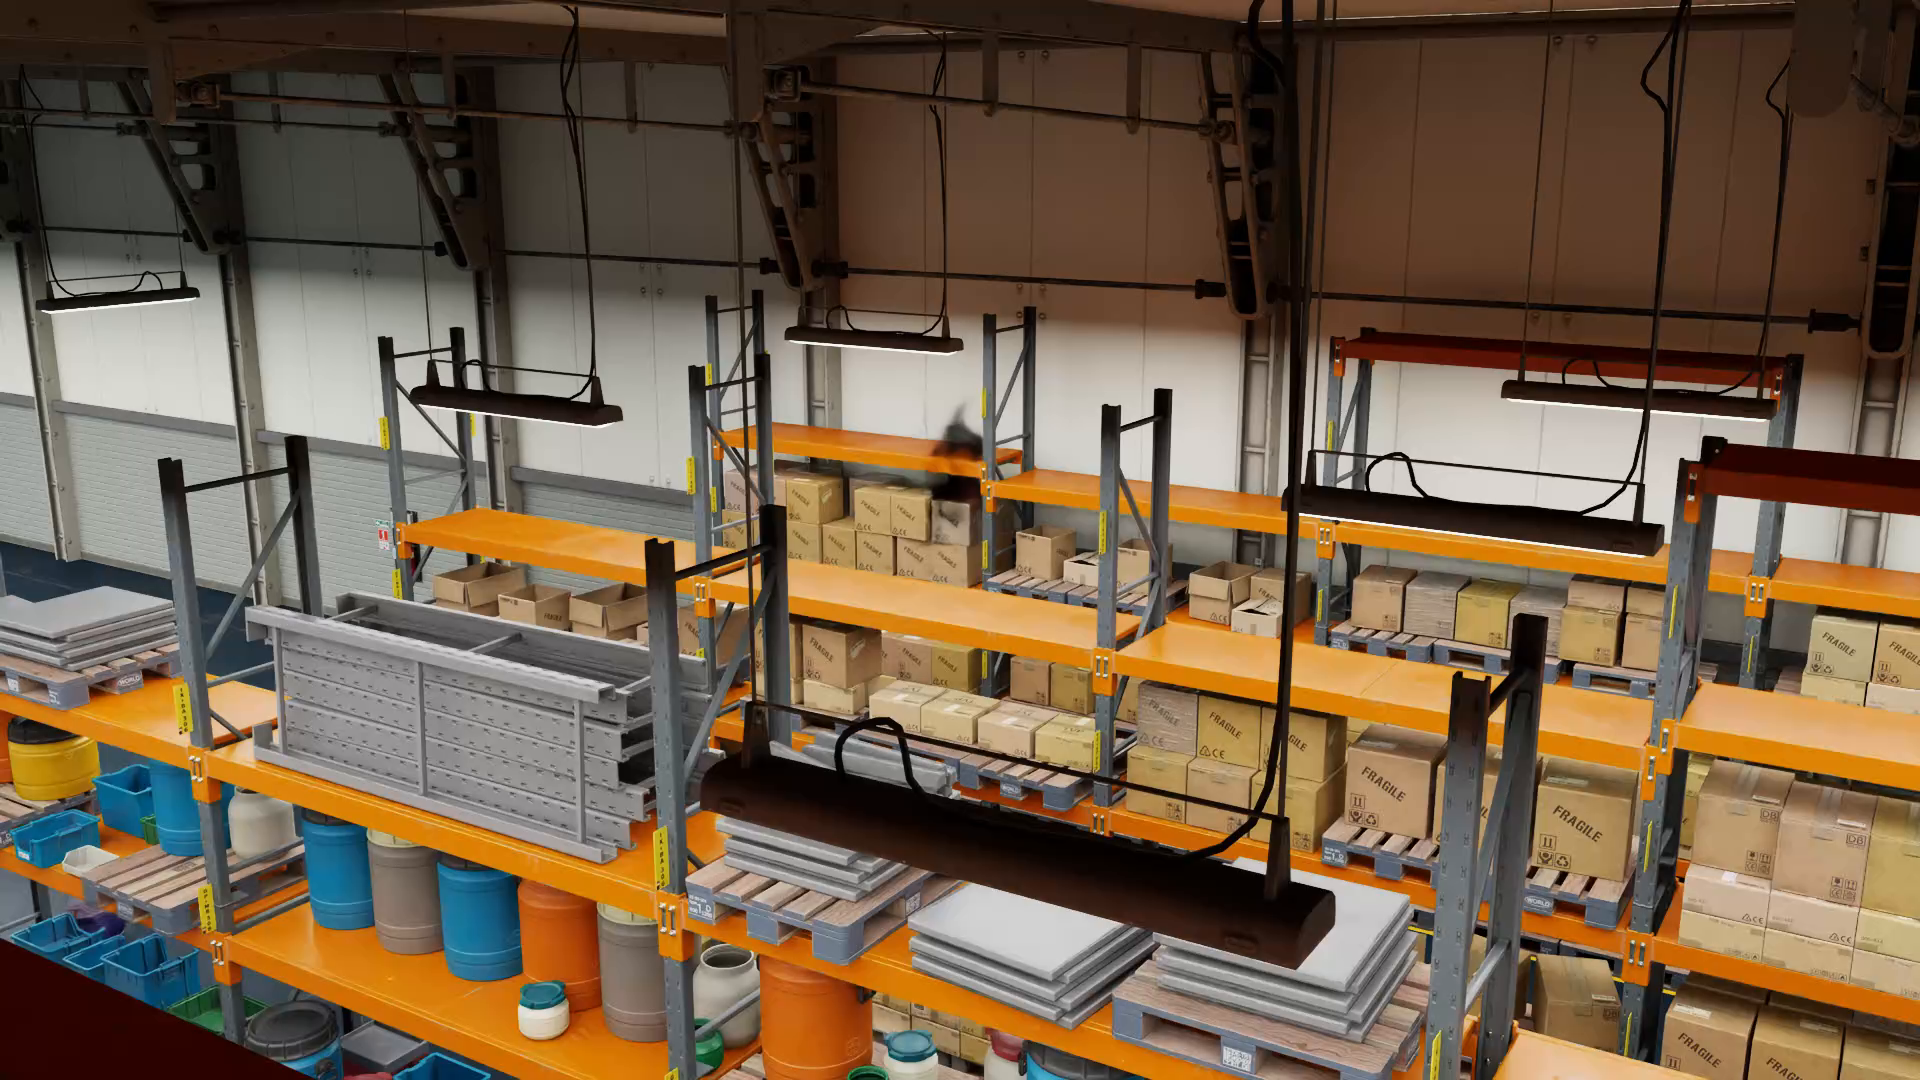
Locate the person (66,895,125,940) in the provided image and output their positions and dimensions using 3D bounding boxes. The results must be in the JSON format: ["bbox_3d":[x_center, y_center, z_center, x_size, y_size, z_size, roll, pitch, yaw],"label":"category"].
[{"bbox_3d":[-7.924,3.617,15.312,0.725,1.664,0.609,4,14,17],"label":"person"}]

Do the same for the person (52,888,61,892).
[{"bbox_3d":[-9.168,3.132,17.098,0.662,1.663,0.545,-7,16,-28],"label":"person"}]
